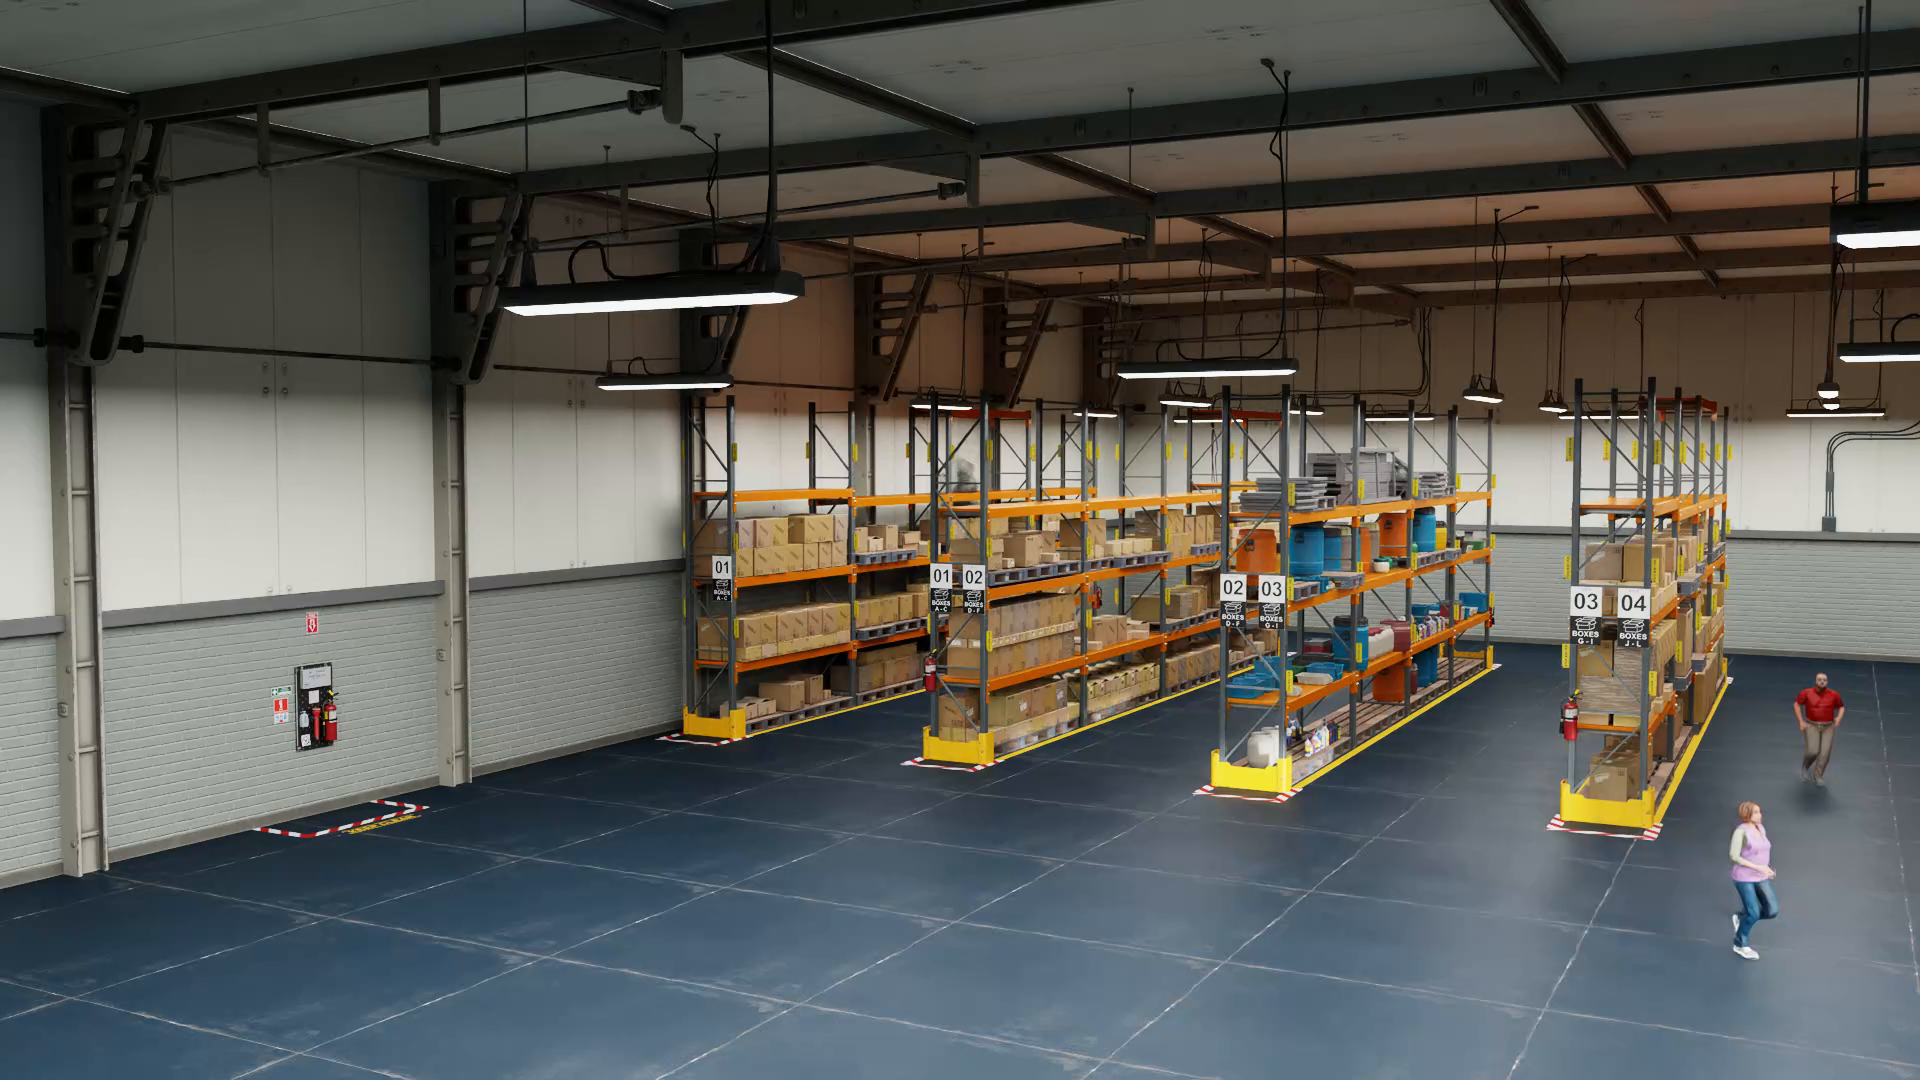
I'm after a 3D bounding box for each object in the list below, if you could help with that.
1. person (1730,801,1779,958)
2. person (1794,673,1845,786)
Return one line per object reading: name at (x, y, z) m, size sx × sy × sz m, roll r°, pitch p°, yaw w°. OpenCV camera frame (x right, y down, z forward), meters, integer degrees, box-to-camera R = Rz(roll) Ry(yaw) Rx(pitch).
person at (7.848, 3.361, 16.454) m, size 0.534 × 1.560 × 0.537 m, roll -2°, pitch 3°, yaw -27°
person at (12.935, 2.842, 24.997) m, size 0.675 × 1.694 × 0.594 m, roll 1°, pitch 3°, yaw 15°
